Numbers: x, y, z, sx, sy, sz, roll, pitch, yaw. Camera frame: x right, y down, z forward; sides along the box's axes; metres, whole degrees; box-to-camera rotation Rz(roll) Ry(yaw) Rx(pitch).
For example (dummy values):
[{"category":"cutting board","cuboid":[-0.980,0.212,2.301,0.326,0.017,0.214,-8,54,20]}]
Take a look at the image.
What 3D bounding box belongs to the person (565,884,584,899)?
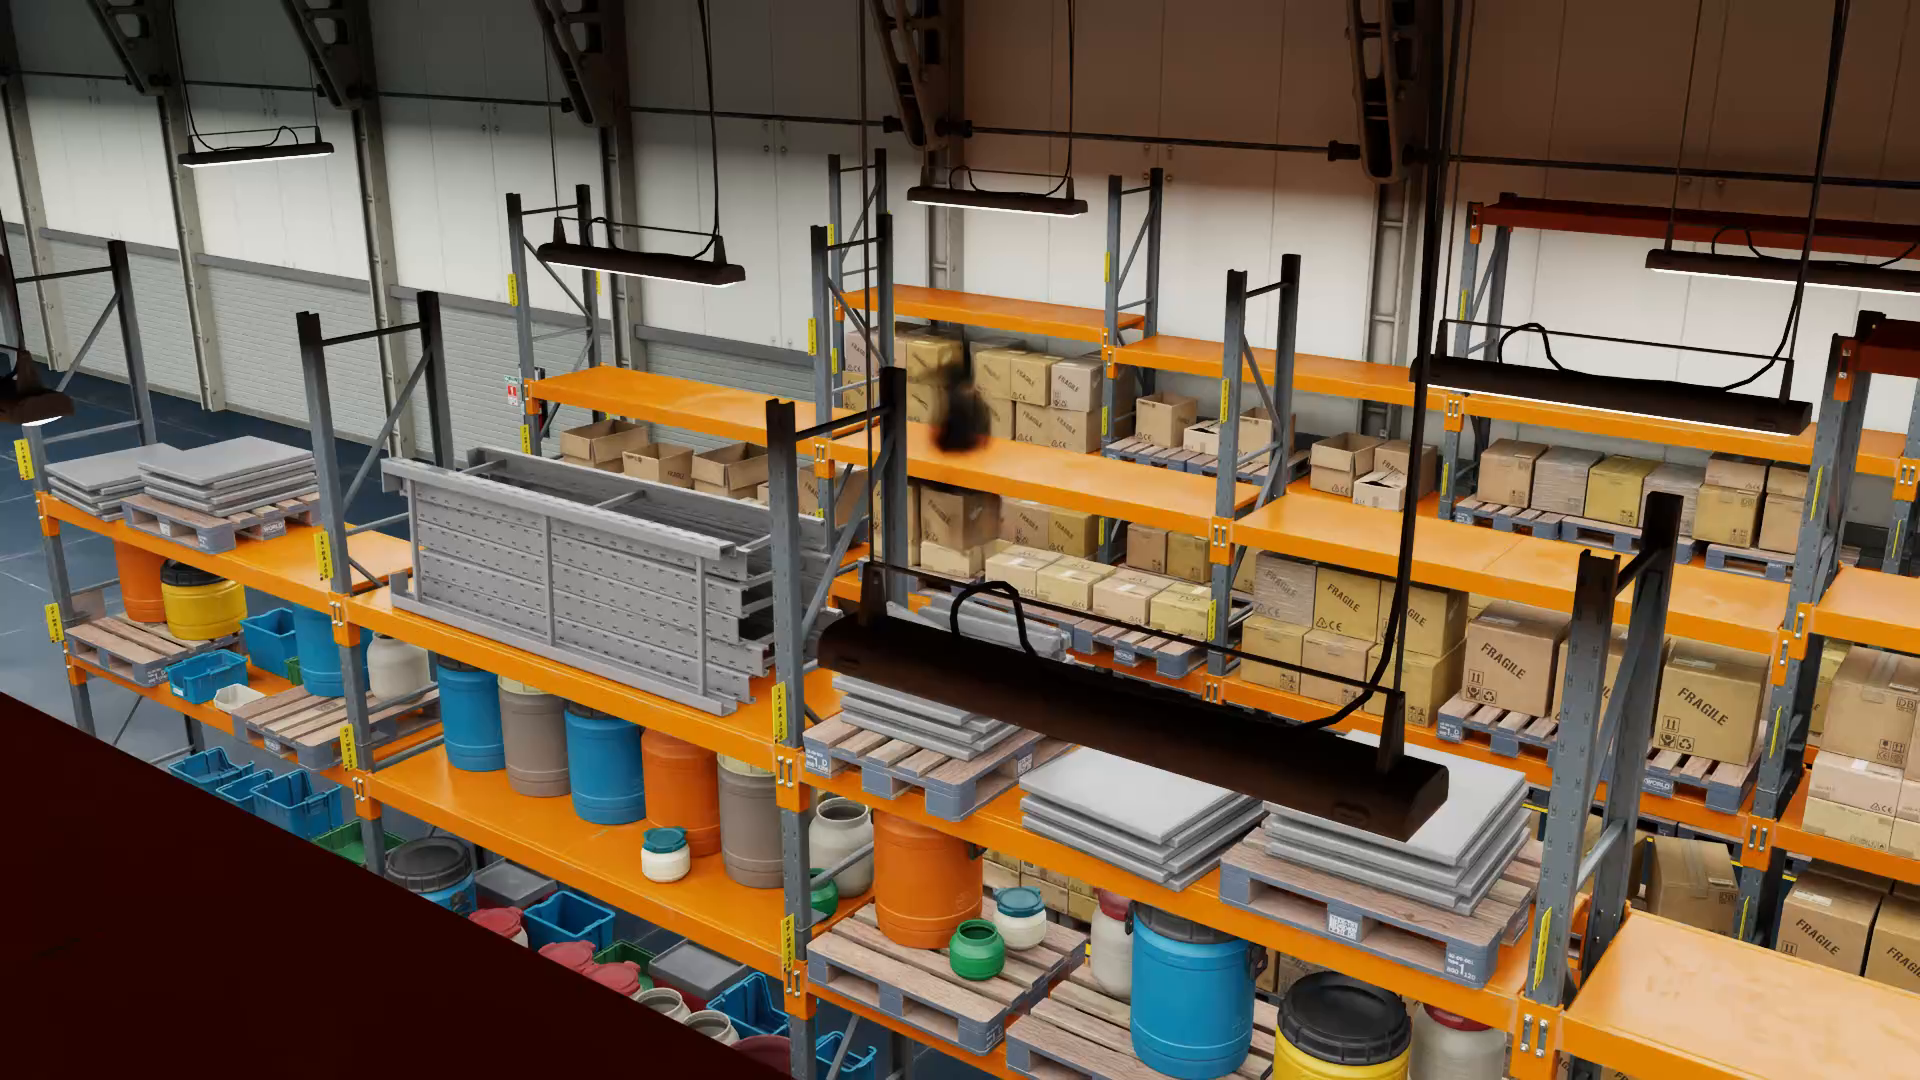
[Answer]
[{"category":"person","cuboid":[-3.655,2.646,14.774,0.639,1.612,0.608,-8,20,-23]}]
